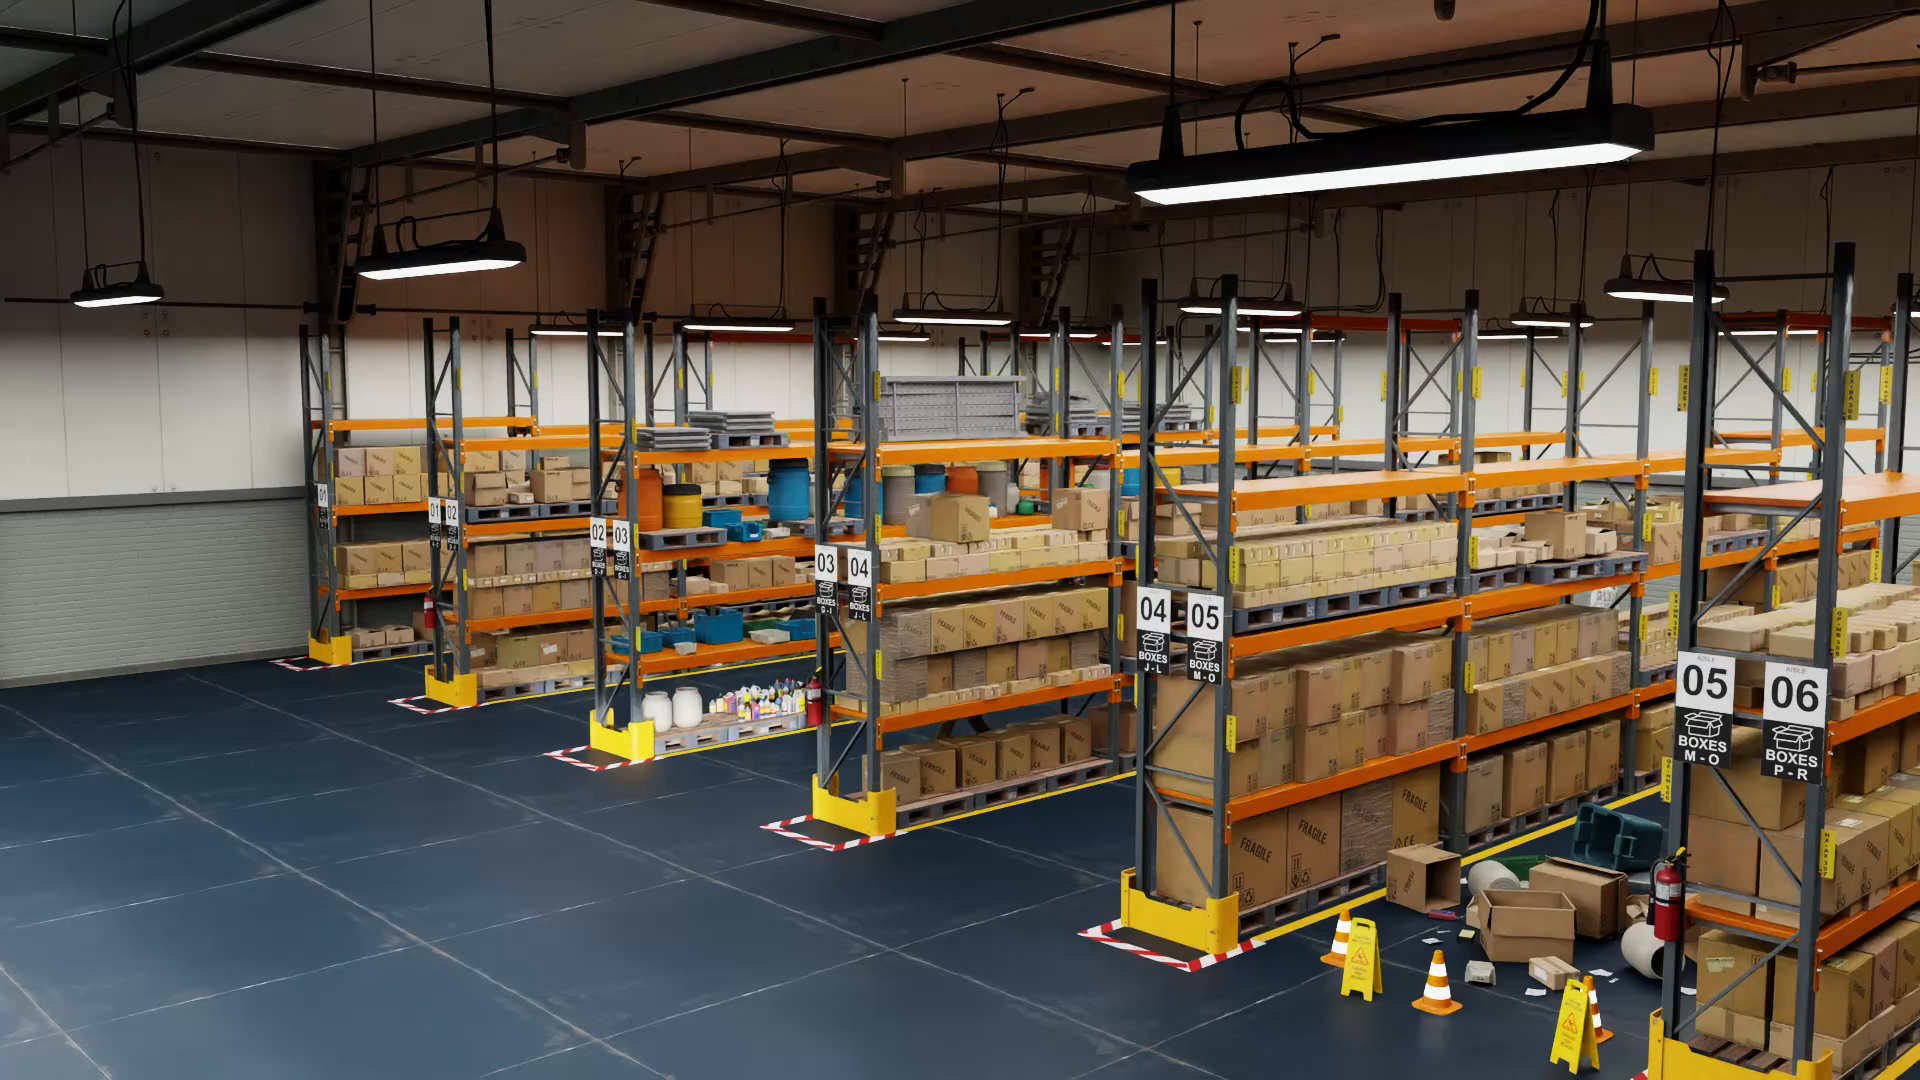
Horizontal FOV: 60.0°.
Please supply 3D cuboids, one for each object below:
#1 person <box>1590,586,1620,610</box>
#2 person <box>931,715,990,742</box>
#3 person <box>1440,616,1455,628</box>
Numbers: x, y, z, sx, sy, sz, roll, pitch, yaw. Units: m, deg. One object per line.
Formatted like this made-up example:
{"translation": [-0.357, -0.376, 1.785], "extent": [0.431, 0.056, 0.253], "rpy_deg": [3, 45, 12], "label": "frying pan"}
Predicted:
{"translation": [11.684, 1.280, 30.102], "extent": [0.467, 1.670, 0.415], "rpy_deg": [-3, 7, -31], "label": "person"}
{"translation": [-0.042, 2.001, 22.676], "extent": [1.121, 1.721, 0.576], "rpy_deg": [-2, 6, -19], "label": "person"}
{"translation": [7.203, 1.838, 24.400], "extent": [0.600, 1.710, 1.081], "rpy_deg": [6, 8, 44], "label": "person"}
